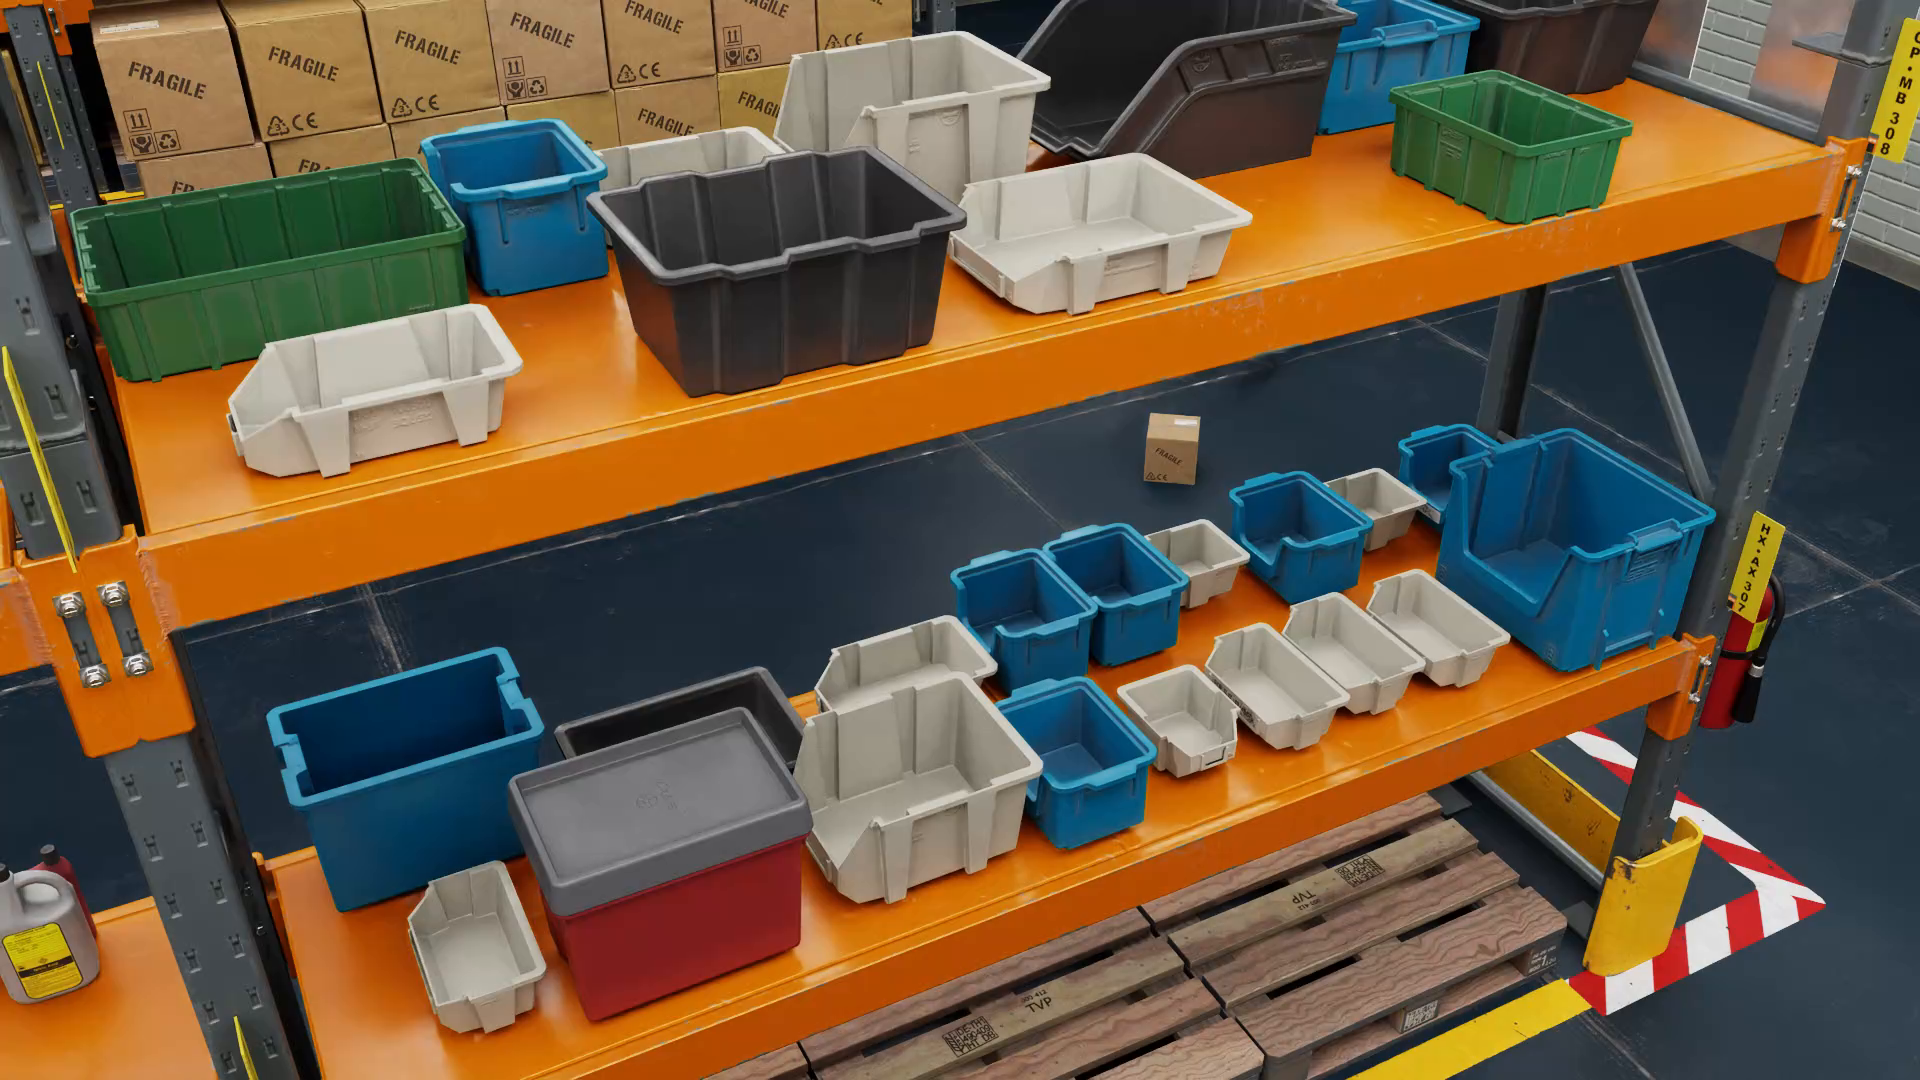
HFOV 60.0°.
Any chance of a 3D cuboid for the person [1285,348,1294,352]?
[{"bbox_3d":[1.885,-1.882,9.006,0.525,1.743,0.801,27,42,35],"label":"person"}]
